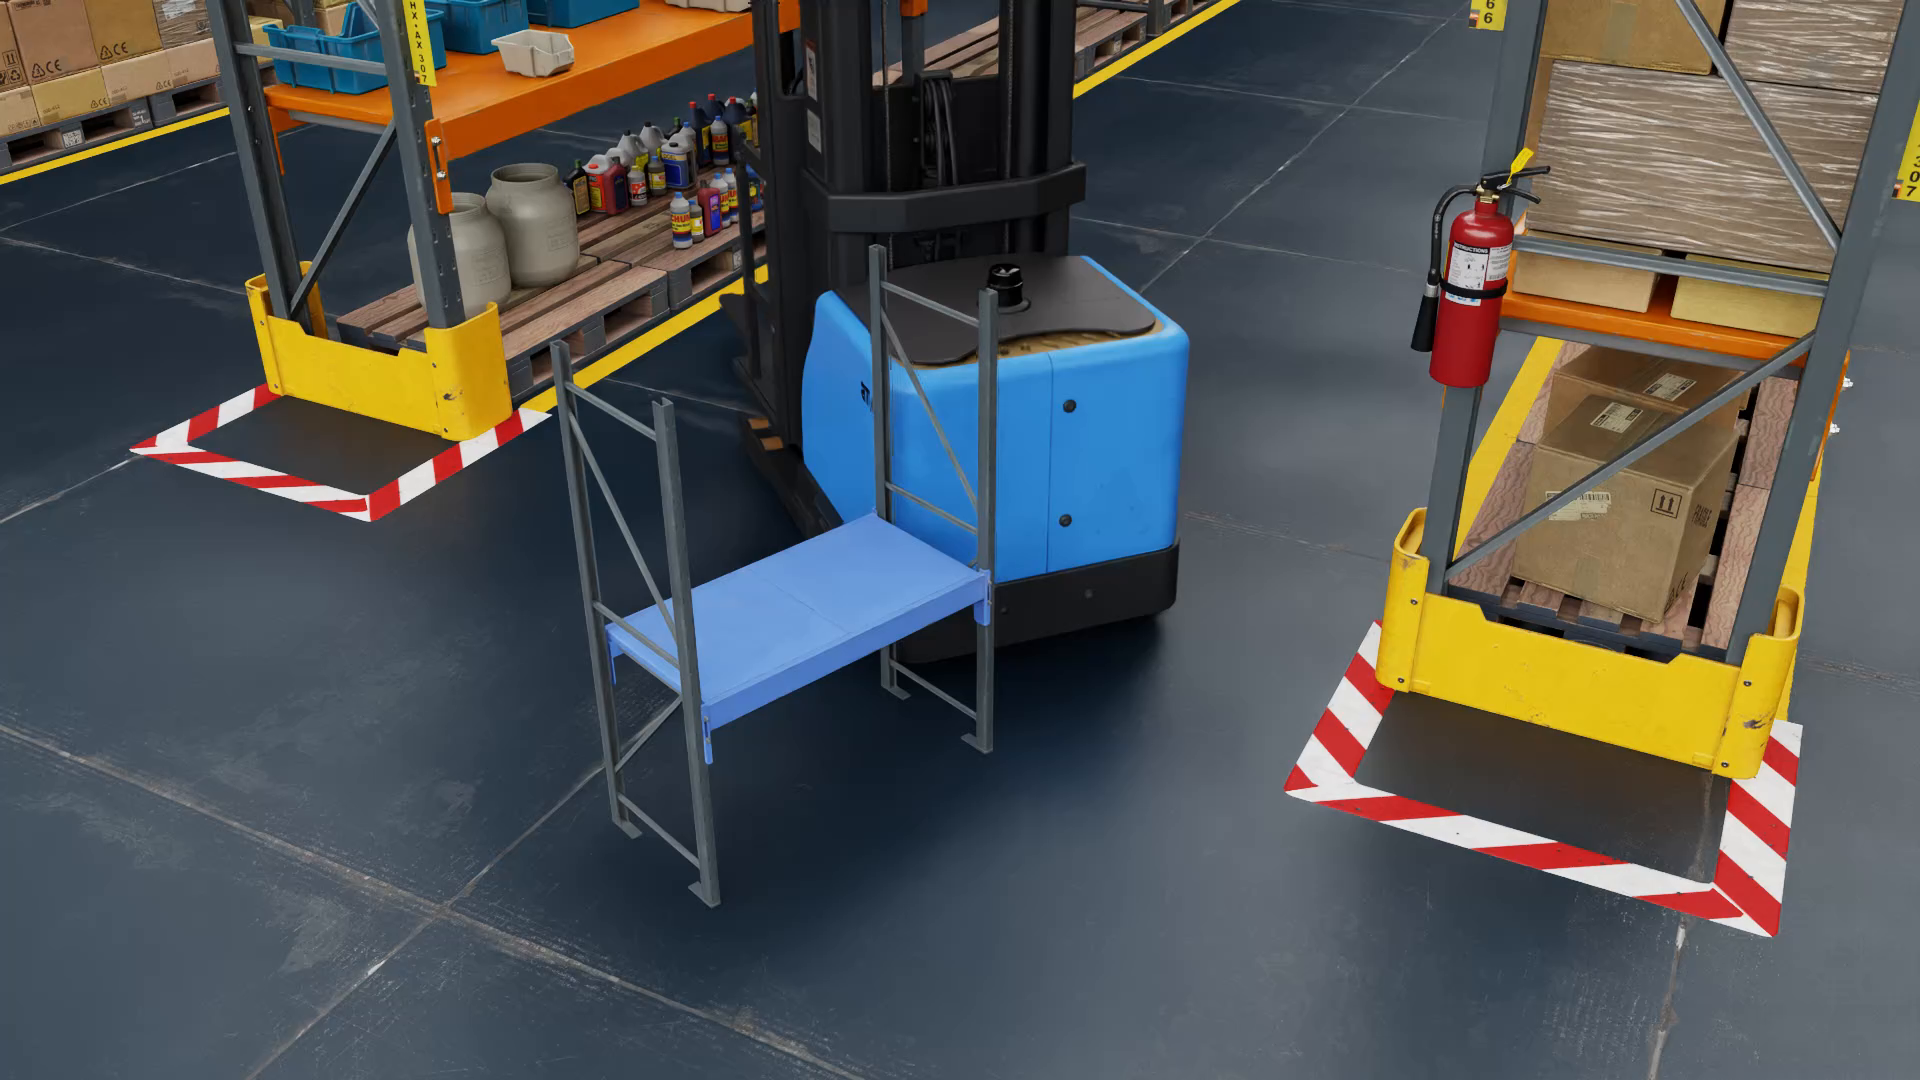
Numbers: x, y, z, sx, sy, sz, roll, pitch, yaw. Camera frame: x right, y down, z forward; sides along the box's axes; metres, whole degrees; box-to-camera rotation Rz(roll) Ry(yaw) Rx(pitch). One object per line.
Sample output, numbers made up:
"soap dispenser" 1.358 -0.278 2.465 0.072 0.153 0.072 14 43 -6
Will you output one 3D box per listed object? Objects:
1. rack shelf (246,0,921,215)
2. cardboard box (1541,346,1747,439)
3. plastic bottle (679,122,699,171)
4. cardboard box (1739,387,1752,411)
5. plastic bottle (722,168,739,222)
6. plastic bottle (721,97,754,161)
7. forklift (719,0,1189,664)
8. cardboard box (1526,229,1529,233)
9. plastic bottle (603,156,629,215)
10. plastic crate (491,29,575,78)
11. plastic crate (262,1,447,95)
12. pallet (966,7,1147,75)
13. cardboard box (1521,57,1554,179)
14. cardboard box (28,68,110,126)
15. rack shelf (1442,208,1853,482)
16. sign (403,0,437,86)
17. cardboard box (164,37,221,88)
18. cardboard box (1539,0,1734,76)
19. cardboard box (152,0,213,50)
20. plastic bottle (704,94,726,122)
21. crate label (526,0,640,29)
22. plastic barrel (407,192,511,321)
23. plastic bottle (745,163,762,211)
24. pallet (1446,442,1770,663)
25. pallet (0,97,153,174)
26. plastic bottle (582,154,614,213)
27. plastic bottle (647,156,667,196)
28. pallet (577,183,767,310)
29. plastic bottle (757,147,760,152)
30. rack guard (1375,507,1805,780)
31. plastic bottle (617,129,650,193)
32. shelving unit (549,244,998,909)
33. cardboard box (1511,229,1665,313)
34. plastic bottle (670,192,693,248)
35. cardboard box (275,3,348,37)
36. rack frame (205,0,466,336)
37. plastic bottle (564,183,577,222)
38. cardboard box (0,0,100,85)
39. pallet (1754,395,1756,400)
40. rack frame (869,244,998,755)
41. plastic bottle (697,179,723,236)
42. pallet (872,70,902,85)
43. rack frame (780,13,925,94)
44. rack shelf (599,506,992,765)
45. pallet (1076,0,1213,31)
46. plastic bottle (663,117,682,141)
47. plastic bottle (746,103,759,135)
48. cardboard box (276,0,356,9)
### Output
"rack shelf" -1.592 -2.443 8.214 1.077 0.370 4.000 14 33 23
"cardboard box" 2.447 -0.388 6.003 0.500 0.500 0.500 24 38 36
"plastic bottle" -1.538 -2.228 9.415 0.097 0.271 0.097 0 30 0
"cardboard box" 3.043 -0.899 6.892 0.500 0.500 0.500 11 32 19
"plastic bottle" -1.198 -1.805 8.679 0.097 0.271 0.097 0 30 0
"plastic bottle" -1.290 -2.387 9.613 0.144 0.351 0.185 14 33 23
"forklift" -0.264 -1.588 6.072 1.130 2.935 3.031 -11 32 -18
"cardboard box" 2.034 -1.042 5.305 0.380 0.149 0.250 14 33 23
"plastic bottle" -1.823 -1.876 8.791 0.061 0.283 0.133 14 33 23
"plastic crate" -1.809 -2.077 7.120 0.298 0.136 0.250 14 33 23
"plastic crate" -2.542 -2.093 7.033 0.499 0.251 0.616 14 33 23
"pallet" 0.753 -3.871 12.778 1.003 0.211 1.213 14 33 23
"cardboard box" 2.302 -1.403 5.282 0.875 0.500 0.500 14 33 23
"cardboard box" -5.784 -2.835 10.514 0.500 0.250 0.500 14 33 23
"rack shelf" 2.817 -1.319 6.257 1.077 0.370 4.000 14 33 23
"sign" -2.016 -1.861 6.201 0.100 0.325 0.005 14 33 23
"cardboard box" -5.342 -3.282 11.292 0.500 0.250 0.500 14 33 23
"cardboard box" 1.936 -1.650 4.709 0.500 0.500 0.500 14 33 23
"cardboard box" -5.344 -3.607 11.106 0.500 0.500 0.500 14 33 23
"plastic bottle" -1.418 -2.420 9.670 0.144 0.351 0.185 15 33 25
"crate label" -1.906 -2.761 8.010 0.502 0.435 0.616 14 33 23
"plastic barrel" -2.272 -1.280 7.544 0.421 0.512 0.421 0 30 0
"plastic bottle" -1.106 -1.895 8.836 0.097 0.271 0.097 0 30 0
"pallet" 2.342 0.079 5.901 1.003 0.211 1.213 14 33 23
"pallet" -6.043 -2.672 10.690 1.003 0.211 1.213 14 33 23
"plastic bottle" -1.918 -1.897 8.834 0.152 0.276 0.135 15 33 24
"plastic bottle" -1.655 -1.992 9.076 0.097 0.201 0.097 0 30 0
"pallet" -1.579 -1.601 8.826 1.003 0.211 1.213 14 33 23
"plastic bottle" -1.030 -2.001 9.015 0.152 0.276 0.135 15 33 24
"rack guard" 1.940 0.306 5.215 1.175 0.500 0.348 14 33 23
"plastic bottle" -1.783 -2.065 9.052 0.144 0.351 0.185 16 33 25
"shelving unit" -0.454 0.082 4.601 1.048 1.500 0.538 -24 38 -36
"cardboard box" 1.852 -0.809 4.898 0.380 0.149 0.250 14 33 23
"plastic bottle" -1.400 -1.609 8.337 0.097 0.271 0.097 0 30 0
"cardboard box" -4.685 -3.879 12.332 0.500 0.250 0.500 13 33 22
"rack frame" -2.503 -1.868 6.491 1.000 3.000 0.127 14 33 23
"plastic bottle" -2.057 -1.759 8.669 0.097 0.201 0.097 0 30 0
"cardboard box" -5.783 -3.160 10.327 0.500 0.500 0.500 14 33 23
"pallet" 3.453 -1.003 7.784 1.003 0.211 1.213 14 33 23
"rack frame" -0.078 -0.088 4.898 0.032 1.500 0.500 -24 38 -36
"plastic bottle" -1.281 -1.710 8.502 0.061 0.283 0.133 15 33 24
"pallet" -0.358 -2.789 10.895 1.003 0.211 1.213 14 33 23
"rack frame" -0.681 -3.641 9.579 1.000 3.000 0.127 14 33 23
"rack shelf" -0.454 0.238 4.691 1.000 0.185 0.538 -24 38 -36
"pallet" 1.463 -4.564 13.986 1.003 0.211 1.213 14 33 23
"plastic bottle" -1.617 -2.243 9.430 0.061 0.283 0.133 16 33 25
"plastic bottle" -1.263 -2.532 10.015 0.097 0.201 0.097 0 30 0
"cardboard box" -4.679 -4.126 12.200 0.500 0.311 0.500 14 33 23
